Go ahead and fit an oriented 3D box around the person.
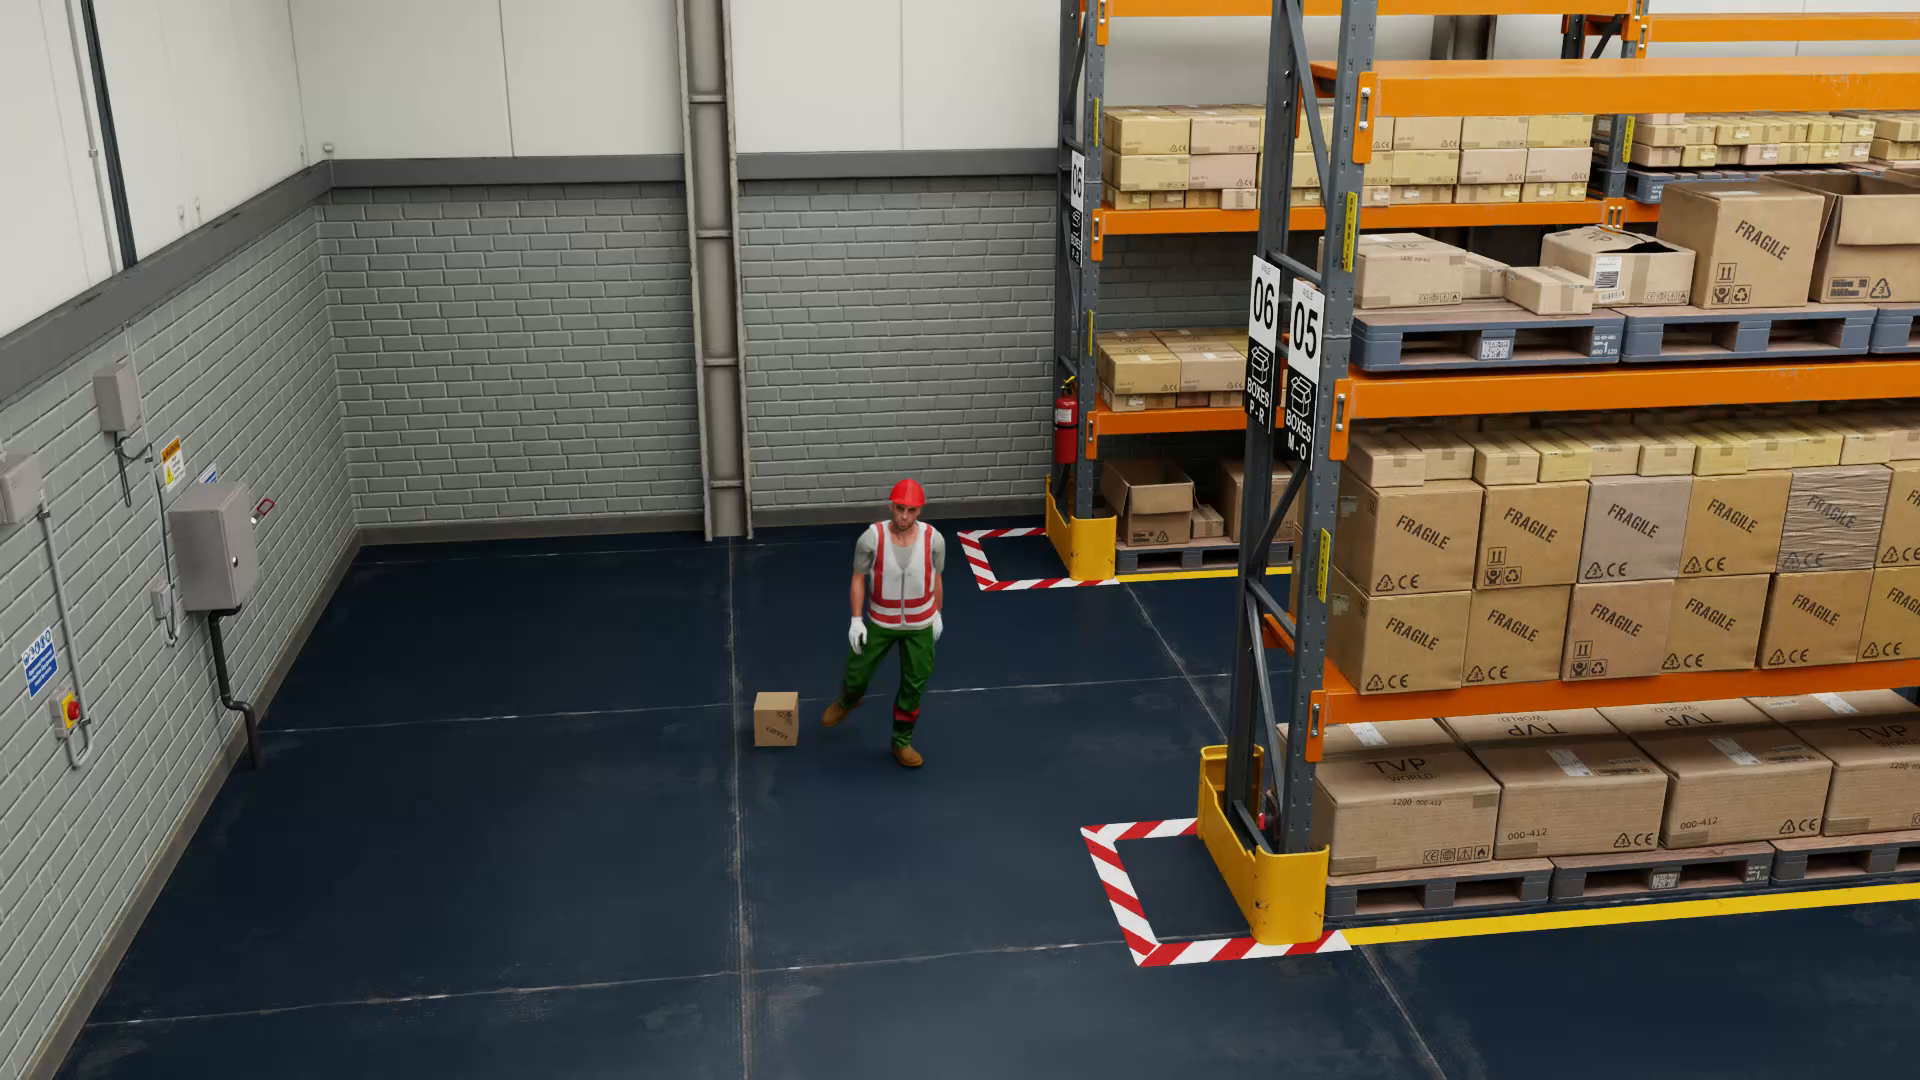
[{"bbox_3d":[-0.462,0.449,9.792,0.747,1.774,0.614,-2,20,-5],"label":"person"}]
